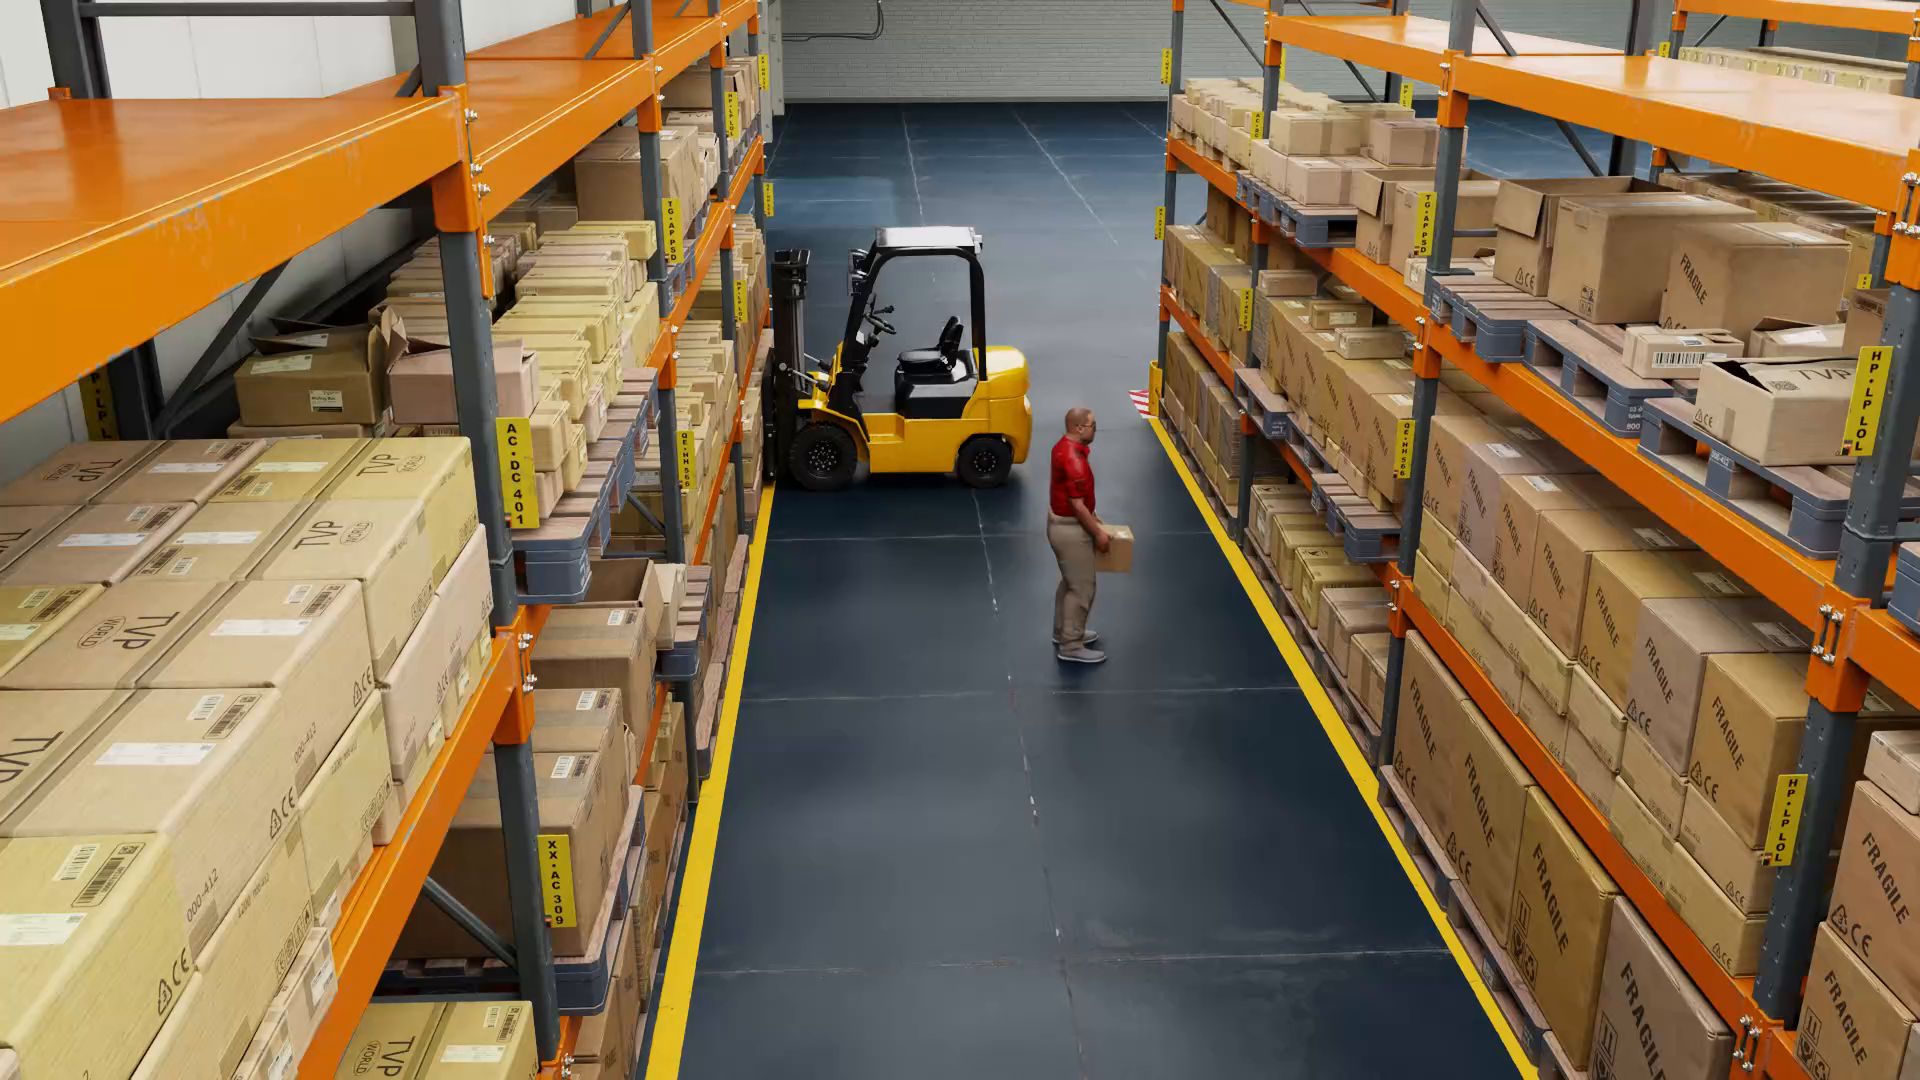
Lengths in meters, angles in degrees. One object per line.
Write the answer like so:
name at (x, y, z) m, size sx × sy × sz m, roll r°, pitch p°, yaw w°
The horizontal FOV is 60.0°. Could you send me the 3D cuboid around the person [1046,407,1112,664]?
person at (0.801, -0.056, 11.239) m, size 0.418 × 1.733 × 0.542 m, roll -1°, pitch 20°, yaw -4°
